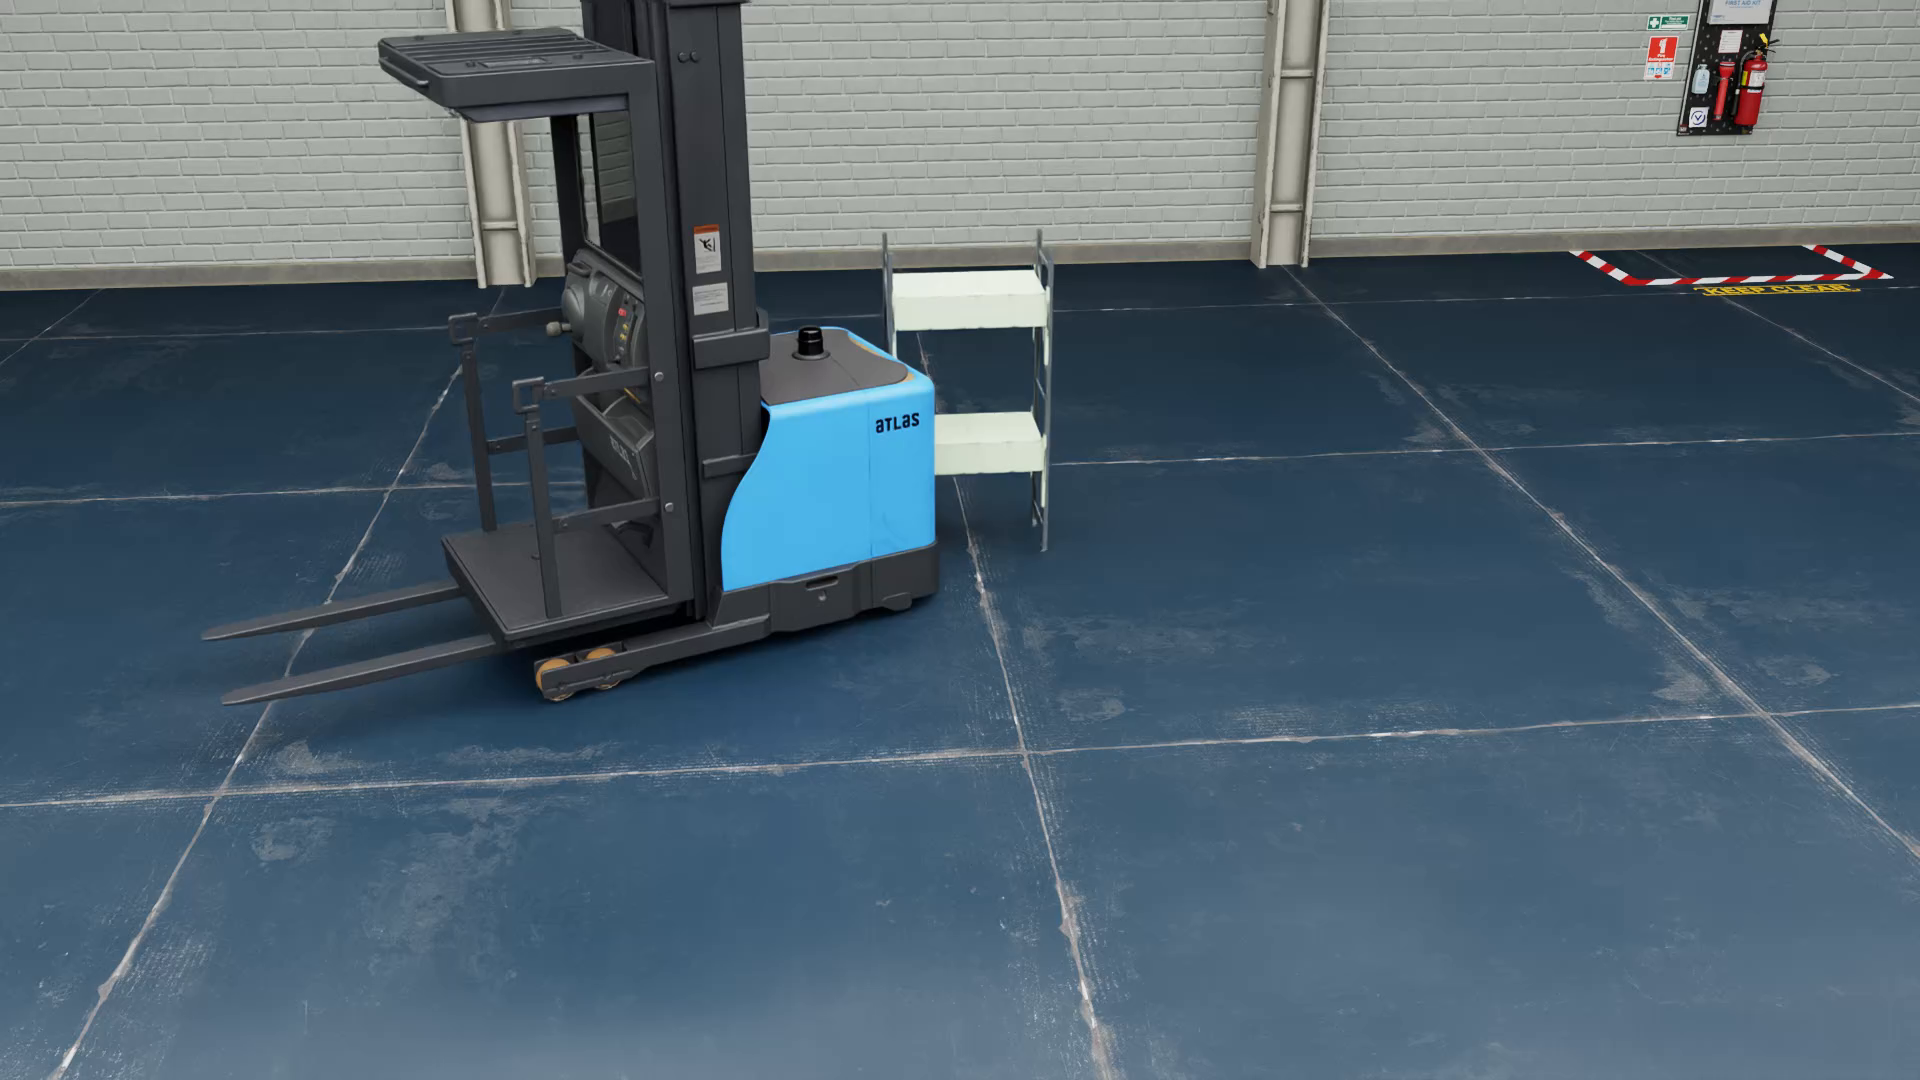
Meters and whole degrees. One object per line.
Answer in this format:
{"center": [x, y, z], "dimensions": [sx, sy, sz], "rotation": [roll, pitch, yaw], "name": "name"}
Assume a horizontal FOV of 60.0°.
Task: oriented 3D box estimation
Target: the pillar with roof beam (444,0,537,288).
{"center": [-3.019, -4.337, 6.928], "dimensions": [0.400, 9.000, 9.100], "rotation": [-2, 24, -5], "name": "pillar with roof beam"}

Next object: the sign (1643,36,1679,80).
{"center": [5.476, -3.767, 12.988], "dimensions": [0.234, 0.329, 0.001], "rotation": [-2, 24, -5], "name": "sign"}

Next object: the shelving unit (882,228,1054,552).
{"center": [0.030, -0.694, 7.965], "dimensions": [0.755, 1.500, 0.431], "rotation": [-2, 24, -5], "name": "shelving unit"}

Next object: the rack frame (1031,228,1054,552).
{"center": [0.394, -0.709, 7.999], "dimensions": [0.023, 1.500, 0.400], "rotation": [-2, 24, -5], "name": "rack frame"}

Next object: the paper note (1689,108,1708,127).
{"center": [5.854, -3.350, 13.177], "dimensions": [0.142, 0.148, 0.016], "rotation": [-2, 24, -5], "name": "paper note"}

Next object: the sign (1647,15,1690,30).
{"center": [5.482, -4.006, 12.873], "dimensions": [0.331, 0.109, 0.001], "rotation": [-2, 24, -5], "name": "sign"}

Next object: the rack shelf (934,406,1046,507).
{"center": [0.030, -0.396, 8.098], "dimensions": [0.720, 0.370, 0.431], "rotation": [-2, 24, -5], "name": "rack shelf"}

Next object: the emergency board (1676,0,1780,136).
{"center": [6.037, -3.731, 12.952], "dimensions": [0.643, 1.169, 0.194], "rotation": [-2, 24, -5], "name": "emergency board"}

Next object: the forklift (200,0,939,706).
{"center": [-1.637, -0.930, 6.733], "dimensions": [3.031, 2.935, 1.130], "rotation": [-13, 27, -26], "name": "forklift"}

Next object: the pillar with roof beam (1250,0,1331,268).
{"center": [2.952, -4.576, 7.467], "dimensions": [0.400, 9.000, 9.100], "rotation": [-2, 24, -5], "name": "pillar with roof beam"}

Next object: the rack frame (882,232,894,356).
{"center": [-0.334, -0.679, 7.931], "dimensions": [0.023, 1.500, 0.400], "rotation": [-2, 24, -5], "name": "rack frame"}

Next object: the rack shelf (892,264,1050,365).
{"center": [0.030, -1.051, 7.807], "dimensions": [0.720, 0.370, 0.431], "rotation": [-2, 24, -5], "name": "rack shelf"}
